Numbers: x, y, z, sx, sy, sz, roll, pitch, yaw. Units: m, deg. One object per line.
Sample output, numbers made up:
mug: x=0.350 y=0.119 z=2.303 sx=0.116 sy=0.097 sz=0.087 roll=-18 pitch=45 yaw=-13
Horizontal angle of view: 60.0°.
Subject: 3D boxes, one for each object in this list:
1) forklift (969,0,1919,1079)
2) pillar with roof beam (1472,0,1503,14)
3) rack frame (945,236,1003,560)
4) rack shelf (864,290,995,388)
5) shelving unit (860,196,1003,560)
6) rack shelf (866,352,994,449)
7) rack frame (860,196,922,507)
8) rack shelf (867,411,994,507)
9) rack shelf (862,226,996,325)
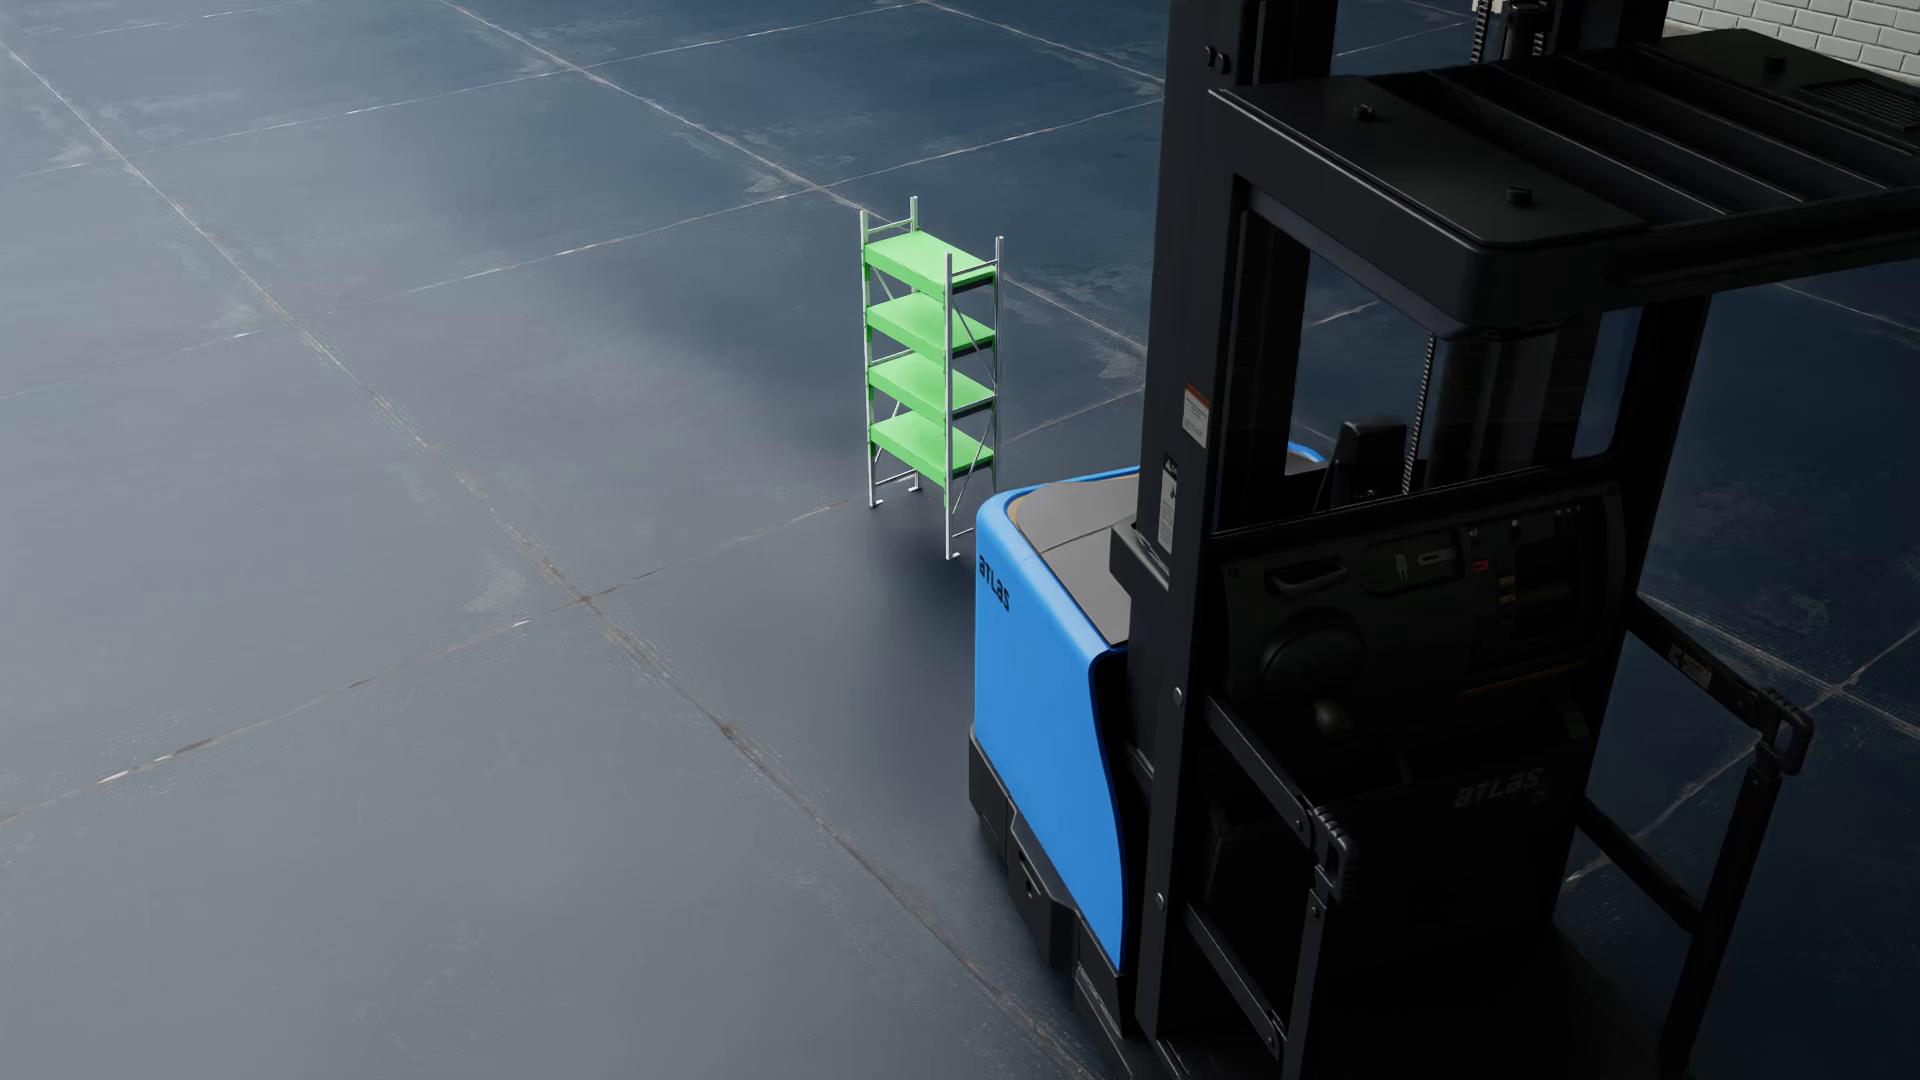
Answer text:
forklift: x=1.019 y=0.186 z=3.173 sx=1.130 sy=2.935 sz=3.031 roll=-11 pitch=34 yaw=-17
pillar with roof beam: x=0.786 y=-6.486 z=8.163 sx=9.100 sy=9.000 sz=0.400 roll=-22 pitch=38 yaw=-31
rack frame: x=0.048 y=-0.477 z=5.881 sx=0.240 sy=1.200 sz=0.015 roll=-22 pitch=38 yaw=-31
rack shelf: x=-0.101 y=-0.728 z=5.952 sx=0.258 sy=0.148 sz=0.480 roll=-22 pitch=38 yaw=-31
shelving unit: x=-0.101 y=-0.579 z=6.045 sx=0.258 sy=1.200 sz=0.503 roll=-22 pitch=38 yaw=-31
rack shelf: x=-0.101 y=-0.524 z=6.078 sx=0.258 sy=0.148 sz=0.480 roll=-22 pitch=38 yaw=-31
rack frame: x=-0.251 y=-0.680 z=6.208 sx=0.240 sy=1.200 sz=0.015 roll=-22 pitch=38 yaw=-31
rack shelf: x=-0.101 y=-0.321 z=6.205 sx=0.258 sy=0.148 sz=0.480 roll=-22 pitch=38 yaw=-31
rack shelf: x=-0.101 y=-0.932 z=5.825 sx=0.258 sy=0.148 sz=0.480 roll=-22 pitch=38 yaw=-31
